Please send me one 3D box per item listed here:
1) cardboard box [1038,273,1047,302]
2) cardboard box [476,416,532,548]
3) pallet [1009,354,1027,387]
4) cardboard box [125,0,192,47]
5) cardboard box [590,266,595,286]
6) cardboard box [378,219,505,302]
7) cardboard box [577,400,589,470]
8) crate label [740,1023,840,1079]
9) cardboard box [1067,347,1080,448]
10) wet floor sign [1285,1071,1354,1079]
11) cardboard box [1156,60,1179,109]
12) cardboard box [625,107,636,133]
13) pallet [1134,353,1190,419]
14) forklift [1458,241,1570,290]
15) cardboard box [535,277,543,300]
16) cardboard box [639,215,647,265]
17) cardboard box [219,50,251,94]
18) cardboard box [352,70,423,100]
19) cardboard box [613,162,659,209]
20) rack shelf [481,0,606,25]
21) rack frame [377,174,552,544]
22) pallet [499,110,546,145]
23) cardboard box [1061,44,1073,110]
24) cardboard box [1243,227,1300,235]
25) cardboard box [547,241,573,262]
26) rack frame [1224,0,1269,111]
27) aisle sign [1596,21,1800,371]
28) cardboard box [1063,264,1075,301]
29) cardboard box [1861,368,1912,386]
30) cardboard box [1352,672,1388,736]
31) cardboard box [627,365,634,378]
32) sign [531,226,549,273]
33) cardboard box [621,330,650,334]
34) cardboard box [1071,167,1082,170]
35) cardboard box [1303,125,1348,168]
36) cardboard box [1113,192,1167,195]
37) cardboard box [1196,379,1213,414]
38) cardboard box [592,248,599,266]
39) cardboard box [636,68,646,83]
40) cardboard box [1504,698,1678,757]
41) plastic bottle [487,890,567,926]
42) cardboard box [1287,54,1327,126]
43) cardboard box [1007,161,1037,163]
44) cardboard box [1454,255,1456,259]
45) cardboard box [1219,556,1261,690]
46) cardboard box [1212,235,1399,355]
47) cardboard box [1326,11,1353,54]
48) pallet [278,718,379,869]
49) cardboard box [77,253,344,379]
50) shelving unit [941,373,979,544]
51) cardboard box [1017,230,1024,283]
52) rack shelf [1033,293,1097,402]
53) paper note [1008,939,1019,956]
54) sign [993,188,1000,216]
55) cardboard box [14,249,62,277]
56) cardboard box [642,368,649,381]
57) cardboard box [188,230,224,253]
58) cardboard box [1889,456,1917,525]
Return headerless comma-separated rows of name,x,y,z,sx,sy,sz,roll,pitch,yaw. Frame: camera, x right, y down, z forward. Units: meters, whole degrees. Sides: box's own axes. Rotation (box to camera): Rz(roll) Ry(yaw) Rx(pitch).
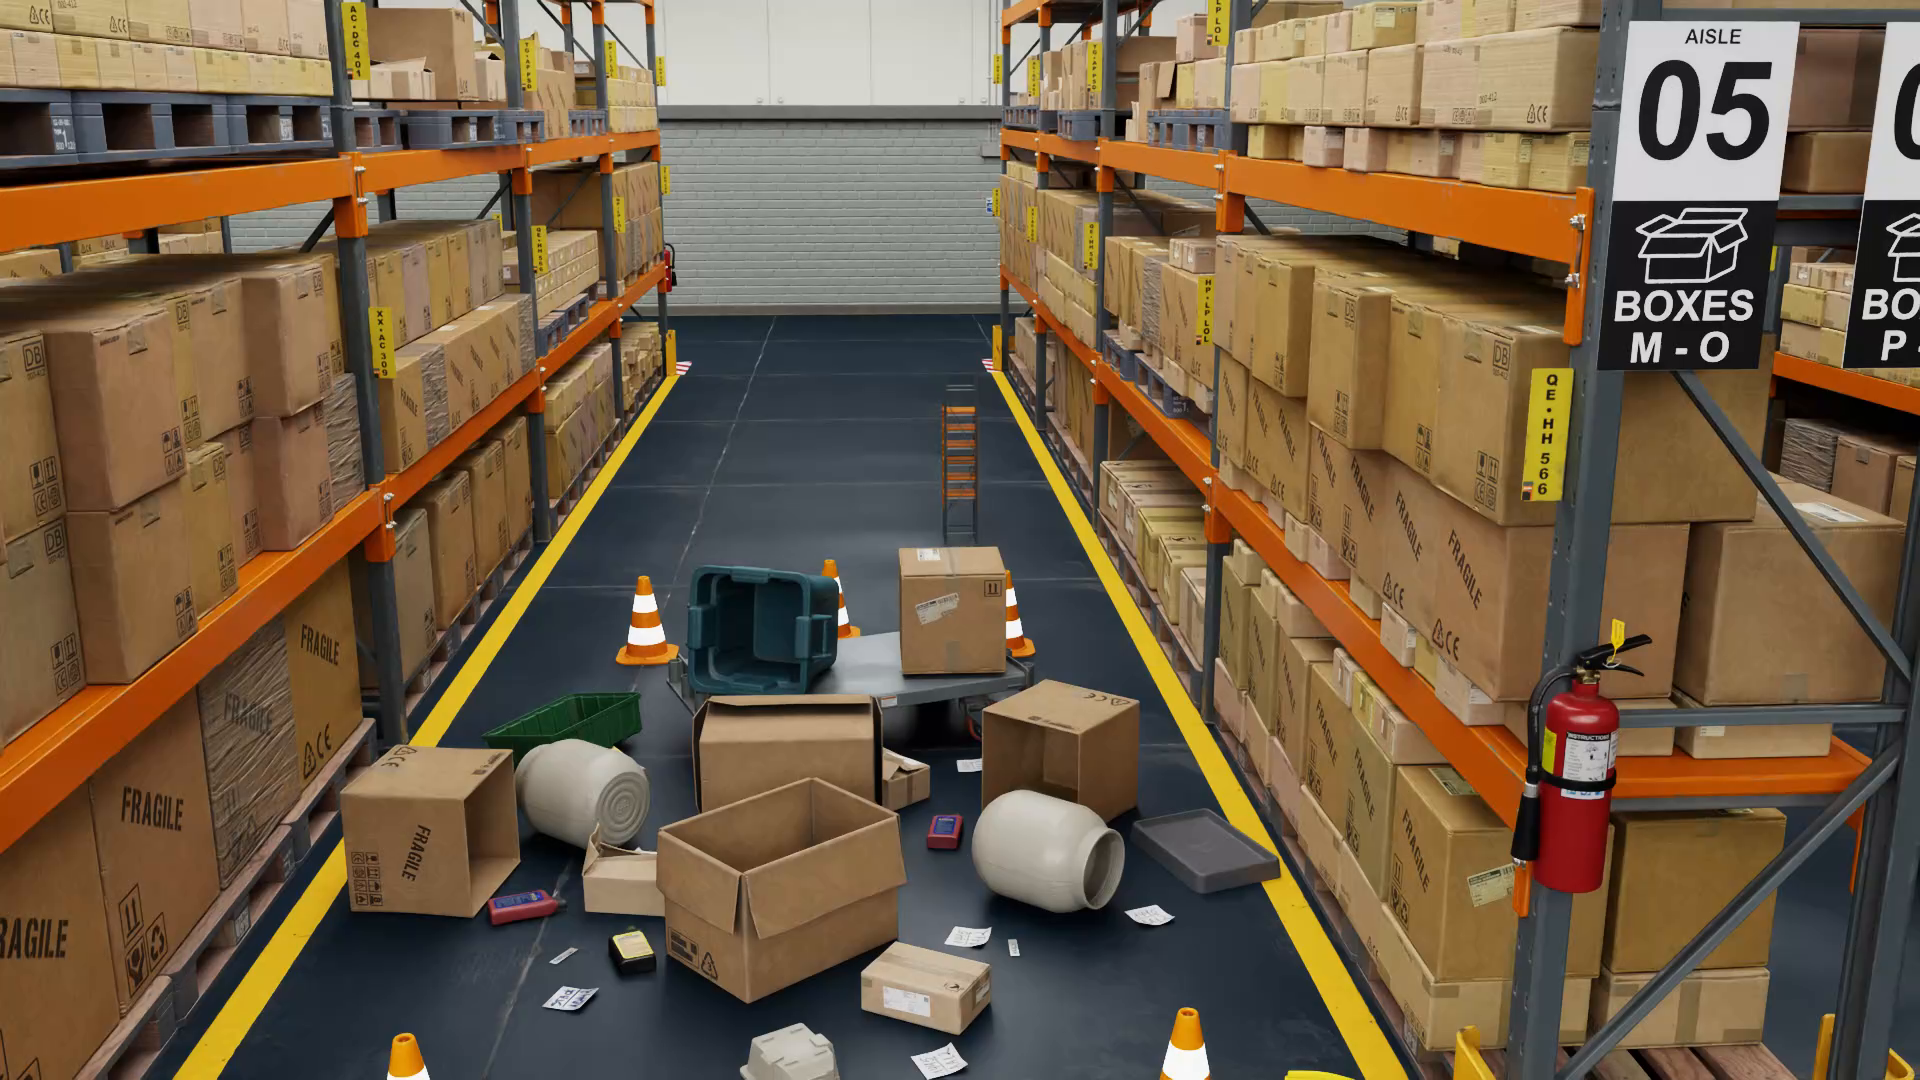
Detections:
cardboard box,1.001,-2.342,15.411,0.500,0.250,0.500,-1,14,-5
cardboard box,-3.501,-0.393,11.206,1.050,0.750,0.750,-1,14,-4
pallet,1.117,-1.975,19.279,1.003,0.211,1.213,-1,14,-3
cardboard box,-2.822,-1.719,5.328,0.500,0.250,0.500,-1,14,-4
cardboard box,-3.458,-2.348,14.795,0.380,0.149,0.250,-1,14,-3
cardboard box,-3.432,-1.853,11.001,0.700,0.500,0.500,-1,14,-4
cardboard box,-3.310,-0.857,13.512,0.500,0.500,0.500,-1,14,-5
crate label,-0.531,1.662,5.290,0.250,0.136,0.298,-9,17,-32
cardboard box,1.419,-1.325,14.579,0.875,0.875,0.875,0,14,-2
wet floor sign,0.924,1.660,4.280,0.267,0.644,0.232,4,15,16
cardboard box,1.608,-2.657,10.108,0.797,0.503,0.637,-1,14,-3
cardboard box,-3.515,-4.180,16.535,0.500,0.250,0.500,0,14,-1
pallet,1.648,-0.949,10.080,1.003,0.211,1.213,-1,14,-3
forklift,3.640,-0.866,9.510,3.031,2.935,1.130,13,20,42
cardboard box,-3.298,-1.849,12.256,0.380,0.149,0.250,0,14,-1
cardboard box,-3.572,-3.128,17.366,0.500,0.500,0.500,0,14,-1
cardboard box,-2.797,-1.682,5.984,0.380,0.149,0.250,-1,14,-3
cardboard box,-3.029,-2.373,8.669,0.380,0.149,0.250,-1,14,-3
cardboard box,-3.668,-3.988,18.704,0.500,0.500,0.500,-1,14,-5
rack shelf,-3.573,-4.293,12.898,1.077,0.370,4.000,-1,14,-3
rack frame,-3.449,-1.432,11.572,1.000,3.000,0.127,-1,14,-3
pallet,-3.357,-2.634,10.603,1.213,0.211,1.003,0,14,-1
cardboard box,1.086,-3.672,13.215,0.500,0.500,0.500,-1,14,-3
cardboard box,1.868,-1.841,10.220,0.380,0.149,0.250,-2,15,-6
cardboard box,-3.398,-2.376,13.707,0.380,0.149,0.250,-2,15,-6
rack frame,1.733,-3.444,7.353,1.000,3.000,0.127,-1,14,-3
aisle sign,1.695,-0.783,3.833,0.394,0.787,0.004,-1,14,-3
cardboard box,1.114,-2.074,13.365,0.500,0.250,0.500,-1,14,-5
cardboard box,6.287,-1.171,10.860,0.500,0.250,0.500,-1,14,-5
cardboard box,1.568,0.559,5.703,0.380,0.149,0.250,-1,14,-3
cardboard box,-3.564,-1.746,17.075,0.380,0.149,0.250,0,14,-1
sign,-2.896,-2.002,11.465,0.100,0.325,0.005,-1,14,-3
cardboard box,-3.605,-2.214,18.294,0.380,0.149,0.250,-1,15,-6
cardboard box,1.347,-3.775,17.168,0.380,0.149,0.250,-1,14,-4
cardboard box,1.500,-1.467,6.191,0.380,0.149,0.250,-1,14,-5
cardboard box,1.555,-2.825,14.780,0.500,0.500,0.500,-1,14,-2
cardboard box,1.425,-0.744,8.560,0.380,0.149,0.250,-1,14,-3
cardboard box,-3.475,-2.557,15.008,0.380,0.149,0.250,0,14,-2
cardboard box,-3.573,-4.968,17.793,0.380,0.149,0.250,-1,14,-3
cardboard box,1.744,0.488,4.614,0.380,0.149,0.250,0,14,-2
plastic bottle,-1.670,1.412,6.417,0.283,0.061,0.133,-6,16,-23
cardboard box,1.546,-1.696,6.284,0.500,0.250,0.500,-1,14,-3
cardboard box,0.735,-4.277,19.122,0.380,0.149,0.250,-1,14,-2
cardboard box,5.779,-3.136,18.699,0.380,0.149,0.250,-1,14,-3
cardboard box,1.500,0.377,7.711,0.500,0.500,0.500,0,14,-1
cardboard box,1.544,-1.103,7.488,0.700,0.500,0.500,-1,14,-4
cardboard box,1.562,-1.850,6.079,0.380,0.149,0.250,-1,14,-4
pallet,-3.233,1.104,7.314,1.003,0.211,1.213,-1,14,-3
cardboard box,-3.213,-0.941,7.194,0.875,0.550,0.550,-1,14,-3
shelving unit,0.001,-0.577,11.863,0.258,1.200,0.189,-1,14,-3
cardboard box,0.870,-2.941,17.236,0.500,0.500,0.500,-1,14,-4
rack shelf,1.361,-1.683,13.990,1.077,0.370,4.000,-1,14,-3
paper note,0.198,1.507,6.149,0.032,0.001,0.123,-1,14,-3
sign,0.435,-3.974,19.555,0.100,0.325,0.005,-1,14,-3
cardboard box,-8.352,-2.312,14.791,0.500,0.500,0.500,-1,14,-3
cardboard box,-3.553,-1.795,17.863,0.380,0.149,0.250,-1,14,-2
cardboard box,-8.607,-3.325,18.634,0.500,0.250,0.500,-1,14,-4
cardboard box,6.554,-0.179,10.626,0.875,0.625,0.625,-1,15,-6
